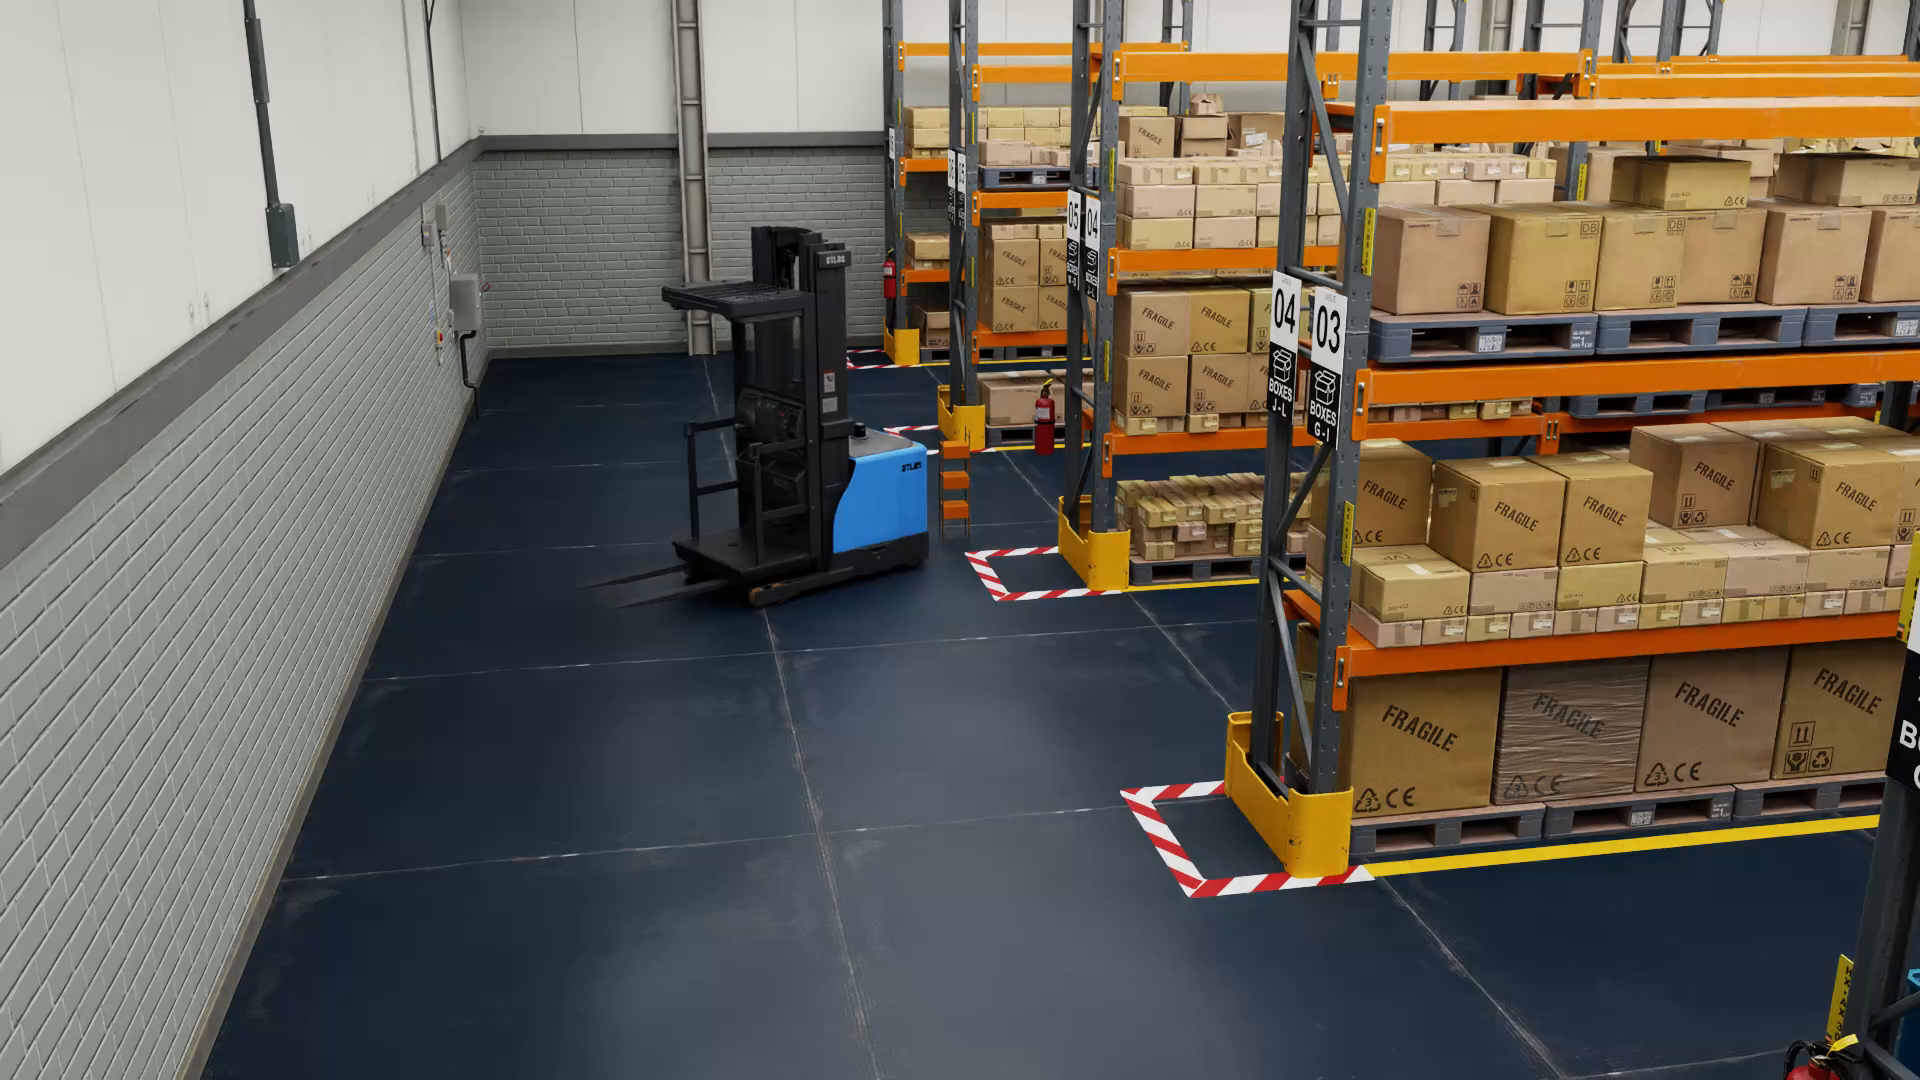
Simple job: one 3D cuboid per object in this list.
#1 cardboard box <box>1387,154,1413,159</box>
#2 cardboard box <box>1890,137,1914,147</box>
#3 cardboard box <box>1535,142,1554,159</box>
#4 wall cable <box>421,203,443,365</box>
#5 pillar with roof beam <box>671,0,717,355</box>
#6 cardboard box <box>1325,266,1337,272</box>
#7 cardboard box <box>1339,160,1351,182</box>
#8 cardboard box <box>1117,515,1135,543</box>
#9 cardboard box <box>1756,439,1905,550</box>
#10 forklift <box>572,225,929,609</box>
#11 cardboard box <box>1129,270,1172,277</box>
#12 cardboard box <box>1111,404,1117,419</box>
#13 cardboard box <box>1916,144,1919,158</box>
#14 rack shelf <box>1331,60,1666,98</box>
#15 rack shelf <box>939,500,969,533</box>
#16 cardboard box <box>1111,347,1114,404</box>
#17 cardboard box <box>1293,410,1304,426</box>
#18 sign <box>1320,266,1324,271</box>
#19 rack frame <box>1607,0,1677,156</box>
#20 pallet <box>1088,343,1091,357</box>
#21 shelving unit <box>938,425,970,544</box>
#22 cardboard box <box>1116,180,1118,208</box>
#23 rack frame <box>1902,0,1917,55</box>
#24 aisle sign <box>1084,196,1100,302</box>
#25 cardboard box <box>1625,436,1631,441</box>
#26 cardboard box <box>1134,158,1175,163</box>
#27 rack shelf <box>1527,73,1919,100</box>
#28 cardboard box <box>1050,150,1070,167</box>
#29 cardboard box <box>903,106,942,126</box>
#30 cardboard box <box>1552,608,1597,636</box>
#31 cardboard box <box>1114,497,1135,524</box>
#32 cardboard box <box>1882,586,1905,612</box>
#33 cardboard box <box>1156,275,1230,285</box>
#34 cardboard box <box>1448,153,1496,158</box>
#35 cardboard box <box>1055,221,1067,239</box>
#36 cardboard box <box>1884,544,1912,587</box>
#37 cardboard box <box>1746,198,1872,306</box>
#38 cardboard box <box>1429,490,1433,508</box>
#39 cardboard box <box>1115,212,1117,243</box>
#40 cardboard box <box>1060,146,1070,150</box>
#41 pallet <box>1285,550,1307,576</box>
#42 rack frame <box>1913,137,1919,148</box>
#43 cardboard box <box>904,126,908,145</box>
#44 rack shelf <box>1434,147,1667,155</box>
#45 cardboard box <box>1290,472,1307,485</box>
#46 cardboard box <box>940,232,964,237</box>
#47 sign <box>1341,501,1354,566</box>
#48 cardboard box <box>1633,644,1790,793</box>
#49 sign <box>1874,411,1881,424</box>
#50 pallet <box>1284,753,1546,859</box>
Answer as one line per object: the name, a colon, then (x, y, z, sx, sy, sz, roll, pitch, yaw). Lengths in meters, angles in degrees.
cardboard box: (3.645, -3.188, 14.138, 0.250, 0.149, 0.380, -4, 17, -12)
cardboard box: (11.270, -4.756, 20.058, 0.500, 0.250, 0.500, -4, 17, -12)
cardboard box: (6.603, -4.438, 18.994, 0.258, 0.266, 0.396, -4, 17, -12)
wall cable: (-5.498, -2.779, 17.405, 0.123, 1.953, 0.585, -3, 17, -10)
pillar with roof beam: (-2.913, -5.766, 18.697, 0.400, 9.000, 9.100, -3, 17, -10)
cardboard box: (4.448, -3.289, 18.977, 0.500, 0.500, 0.500, -3, 17, -10)
cardboard box: (3.234, -2.997, 13.514, 0.250, 0.149, 0.380, -4, 17, -11)
cardboard box: (1.549, -0.105, 14.624, 0.250, 0.149, 0.380, -3, 17, -10)
cardboard box: (4.948, -0.265, 9.475, 0.500, 0.500, 0.500, -3, 17, -10)
forklift: (-1.725, -1.022, 13.585, 3.031, 2.935, 1.130, -14, 22, -38)
cardboard box: (2.059, -3.159, 18.554, 0.500, 0.500, 0.500, -3, 17, -10)
cardboard box: (1.339, -1.157, 14.337, 0.250, 0.149, 0.380, -3, 17, -10)
cardboard box: (8.579, -3.374, 14.542, 0.258, 0.266, 0.396, -3, 17, -10)
rack shelf: (5.925, -5.266, 18.975, 4.000, 0.370, 1.077, -3, 17, -10)
rack shelf: (-0.053, -0.223, 15.171, 0.240, 0.259, 0.215, -3, 17, -10)
cardboard box: (1.465, -1.467, 14.241, 0.500, 0.500, 0.500, -3, 17, -9)
cardboard box: (2.716, -1.075, 14.067, 0.250, 0.149, 0.380, -4, 17, -12)
sign: (4.068, -3.114, 18.670, 0.005, 0.325, 0.100, -3, 17, -10)
rack frame: (7.889, -5.913, 19.173, 0.127, 3.000, 1.000, -3, 17, -10)
pallet: (2.341, -2.882, 24.273, 1.213, 0.211, 1.003, -3, 17, -10)
shelving unit: (-0.053, -0.499, 15.086, 0.252, 1.050, 0.215, -3, 17, -10)
cardboard box: (1.476, -2.878, 13.806, 0.500, 0.250, 0.500, -4, 17, -12)
rack frame: (14.798, -7.789, 25.282, 0.127, 3.000, 1.000, -3, 17, -10)
aisle sign: (1.057, -2.330, 13.299, 0.004, 0.787, 0.394, -3, 17, -10)
cardboard box: (6.298, -0.760, 14.881, 0.500, 0.250, 0.500, -3, 17, -9)
cardboard box: (1.599, -3.064, 13.735, 0.250, 0.149, 0.380, -3, 17, -10)
rack shelf: (6.963, -3.845, 14.347, 4.000, 0.370, 1.077, -3, 17, -10)
cardboard box: (1.146, -4.156, 18.105, 0.250, 0.149, 0.380, -3, 17, -8)
cardboard box: (-0.528, -5.878, 23.069, 0.500, 0.250, 0.500, -4, 17, -12)
cardboard box: (3.334, 0.395, 9.282, 0.250, 0.149, 0.380, -4, 17, -12)
cardboard box: (1.536, -0.270, 14.653, 0.250, 0.149, 0.380, -4, 17, -12)
cardboard box: (5.351, 0.281, 9.655, 0.250, 0.149, 0.380, -3, 17, -9)
cardboard box: (1.972, -1.971, 14.179, 0.500, 0.500, 0.500, -4, 17, -12)
cardboard box: (4.394, -3.240, 14.307, 0.250, 0.149, 0.380, -4, 18, -13)
cardboard box: (1.211, -3.411, 18.270, 0.250, 0.149, 0.380, -4, 17, -12)
cardboard box: (5.458, 0.065, 9.680, 0.500, 0.250, 0.500, -4, 17, -11)
cardboard box: (4.555, -1.606, 9.205, 0.500, 0.500, 0.700, -2, 17, -8)
cardboard box: (3.944, -0.395, 14.553, 0.250, 0.149, 0.380, -3, 17, -9)
cardboard box: (1.469, -2.642, 13.888, 0.500, 0.250, 0.500, -4, 17, -12)
cardboard box: (1.456, -5.401, 23.046, 0.250, 0.149, 0.380, -3, 17, -10)
pallet: (3.147, 0.049, 14.731, 1.213, 0.211, 1.003, -3, 17, -10)
rack frame: (8.927, -4.491, 14.546, 0.127, 3.000, 1.000, -3, 17, -10)
cardboard box: (-0.526, -5.637, 23.136, 0.500, 0.250, 0.500, -4, 17, -11)
rack shelf: (8.907, -5.677, 24.740, 4.000, 0.370, 1.077, -3, 17, -10)
cardboard box: (3.083, -0.484, 14.843, 0.250, 0.149, 0.380, -3, 17, -10)
cardboard box: (-0.004, -4.231, 23.665, 0.500, 0.250, 0.500, -3, 17, -10)
sign: (2.013, -0.034, 8.642, 0.005, 0.325, 0.100, -3, 17, -10)
cardboard box: (4.294, 0.914, 10.070, 0.875, 0.875, 0.875, -3, 17, -10)
sign: (5.729, -0.637, 10.377, 0.005, 0.325, 0.100, -3, 17, -10)
pallet: (2.684, 1.524, 9.930, 1.213, 0.211, 1.003, -3, 17, -10)
